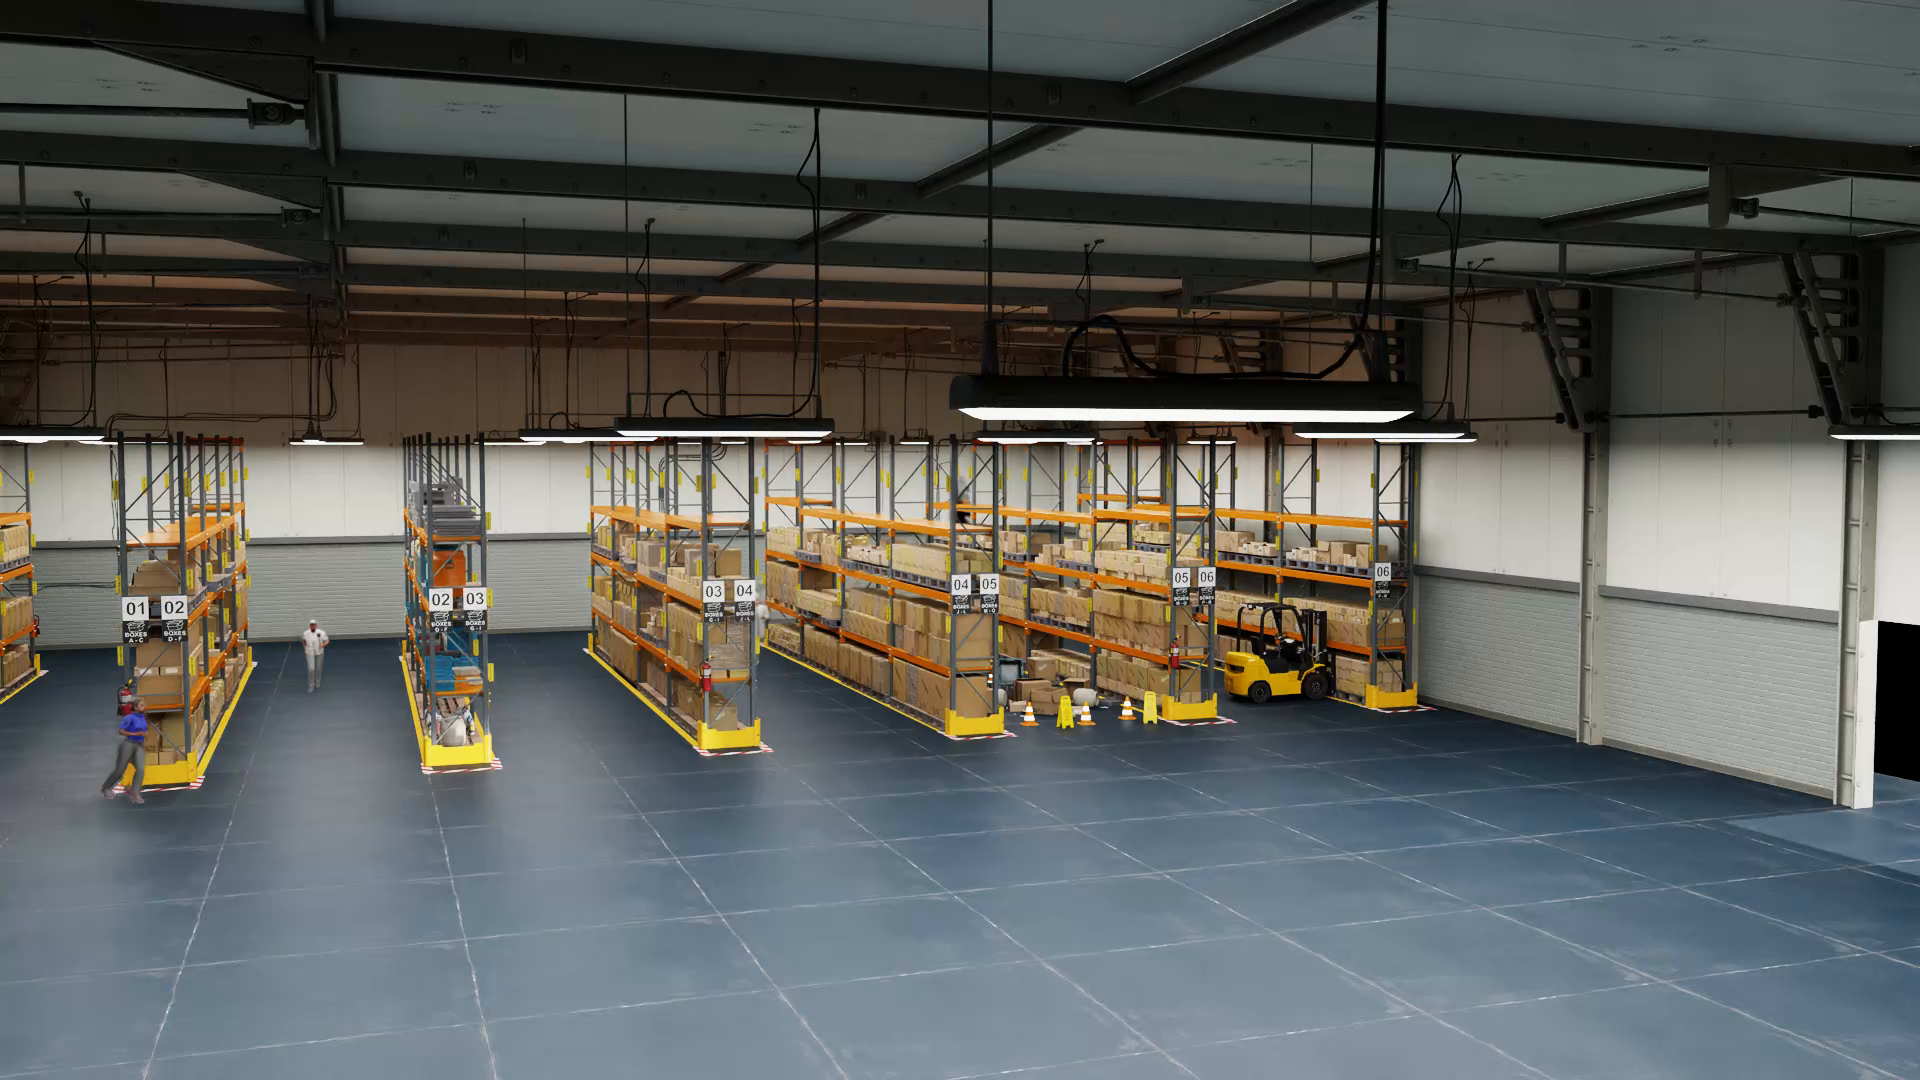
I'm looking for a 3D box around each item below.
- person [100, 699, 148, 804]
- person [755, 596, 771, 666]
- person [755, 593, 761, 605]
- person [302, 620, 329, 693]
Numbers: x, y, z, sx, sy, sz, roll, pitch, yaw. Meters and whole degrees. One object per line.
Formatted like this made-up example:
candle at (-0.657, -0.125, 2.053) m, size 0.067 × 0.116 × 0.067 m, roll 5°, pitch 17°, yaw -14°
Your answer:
person at (-13.441, 3.416, 27.014) m, size 0.875 × 1.634 × 0.617 m, roll 1°, pitch 3°, yaw 21°
person at (-5.374, 2.383, 44.168) m, size 0.681 × 1.813 × 0.981 m, roll -1°, pitch 3°, yaw -15°
person at (-6.173, 2.143, 49.133) m, size 0.712 × 1.713 × 0.618 m, roll 3°, pitch 4°, yaw 39°
person at (-15.199, 2.720, 39.239) m, size 0.601 × 1.705 × 0.796 m, roll -1°, pitch 3°, yaw -21°
